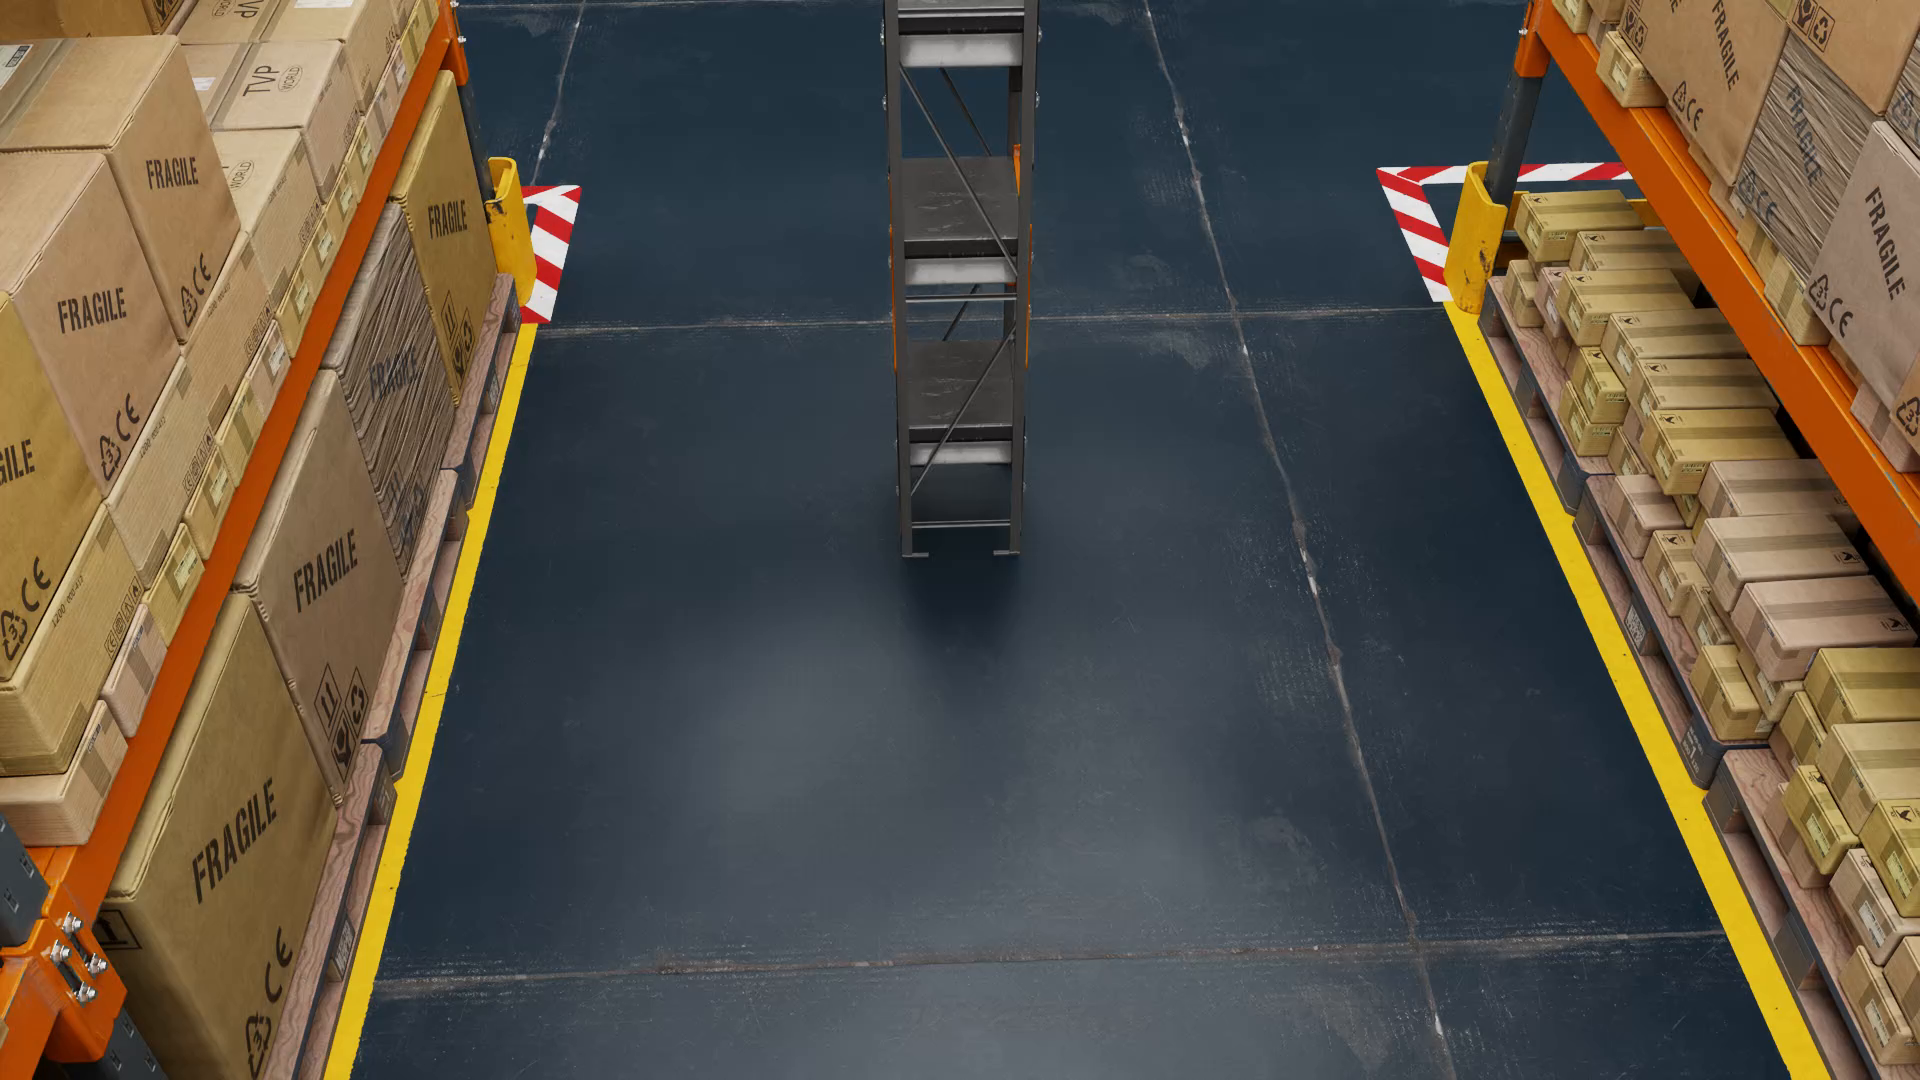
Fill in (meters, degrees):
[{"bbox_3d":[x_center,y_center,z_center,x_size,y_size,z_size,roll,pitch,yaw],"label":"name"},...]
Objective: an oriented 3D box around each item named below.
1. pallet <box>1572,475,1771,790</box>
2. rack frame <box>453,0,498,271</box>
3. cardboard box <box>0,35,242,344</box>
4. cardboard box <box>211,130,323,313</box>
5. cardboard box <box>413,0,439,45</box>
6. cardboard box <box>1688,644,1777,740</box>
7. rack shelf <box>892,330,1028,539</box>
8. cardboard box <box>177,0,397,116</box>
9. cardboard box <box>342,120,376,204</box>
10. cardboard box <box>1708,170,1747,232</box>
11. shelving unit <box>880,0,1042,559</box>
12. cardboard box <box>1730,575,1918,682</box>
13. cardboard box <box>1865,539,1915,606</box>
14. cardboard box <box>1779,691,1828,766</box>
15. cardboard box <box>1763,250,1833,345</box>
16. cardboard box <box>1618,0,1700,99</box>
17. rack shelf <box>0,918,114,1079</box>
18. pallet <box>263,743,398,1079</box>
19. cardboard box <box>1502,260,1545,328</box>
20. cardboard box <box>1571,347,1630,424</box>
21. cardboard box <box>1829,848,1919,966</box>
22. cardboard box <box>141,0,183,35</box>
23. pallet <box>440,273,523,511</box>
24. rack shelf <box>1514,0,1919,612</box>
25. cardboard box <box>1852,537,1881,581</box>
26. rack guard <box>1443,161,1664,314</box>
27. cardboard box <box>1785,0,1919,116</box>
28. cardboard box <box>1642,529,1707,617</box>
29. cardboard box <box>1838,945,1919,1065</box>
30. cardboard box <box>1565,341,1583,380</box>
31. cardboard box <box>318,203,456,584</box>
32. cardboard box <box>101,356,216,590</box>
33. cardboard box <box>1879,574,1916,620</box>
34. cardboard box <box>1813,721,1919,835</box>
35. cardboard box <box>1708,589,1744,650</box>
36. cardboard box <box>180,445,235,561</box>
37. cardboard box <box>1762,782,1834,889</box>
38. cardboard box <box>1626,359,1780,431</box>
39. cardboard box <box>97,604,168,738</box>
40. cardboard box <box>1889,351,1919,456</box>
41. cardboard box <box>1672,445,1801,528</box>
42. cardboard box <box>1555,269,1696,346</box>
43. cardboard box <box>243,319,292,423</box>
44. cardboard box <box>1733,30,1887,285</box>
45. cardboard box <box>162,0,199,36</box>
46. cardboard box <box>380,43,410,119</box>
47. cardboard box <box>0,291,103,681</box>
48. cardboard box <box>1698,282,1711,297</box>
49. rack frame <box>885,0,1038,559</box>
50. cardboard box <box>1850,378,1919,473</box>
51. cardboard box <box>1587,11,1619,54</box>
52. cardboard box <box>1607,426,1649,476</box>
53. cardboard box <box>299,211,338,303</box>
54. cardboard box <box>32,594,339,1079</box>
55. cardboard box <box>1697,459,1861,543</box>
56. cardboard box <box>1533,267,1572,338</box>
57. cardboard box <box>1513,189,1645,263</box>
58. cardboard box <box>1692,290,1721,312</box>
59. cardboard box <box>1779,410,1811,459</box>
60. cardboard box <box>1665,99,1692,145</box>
[{"bbox_3d":[2.657,0.246,5.325,1.003,0.211,1.213,-2,43,-2],"label":"pallet"},{"bbox_3d":[-2.354,-2.130,5.854,1.000,3.000,0.127,-2,43,-2],"label":"rack frame"},{"bbox_3d":[-1.989,-0.775,3.711,0.500,0.500,0.500,-3,43,-3],"label":"cardboard box"},{"bbox_3d":[-1.999,-0.827,4.323,0.500,0.250,0.500,-2,43,-2],"label":"cardboard box"},{"bbox_3d":[-2.010,-1.806,5.687,0.380,0.149,0.250,-1,43,-1],"label":"cardboard box"},{"bbox_3d":[2.375,0.439,4.850,0.380,0.149,0.250,-2,43,-2],"label":"cardboard box"},{"bbox_3d":[-0.007,-0.360,5.645,0.431,0.518,0.480,-2,43,-2],"label":"rack shelf"},{"bbox_3d":[-2.047,-1.522,5.082,0.500,0.250,0.500,-2,43,-3],"label":"cardboard box"},{"bbox_3d":[-1.965,-1.117,4.934,0.380,0.149,0.250,-3,43,-3],"label":"cardboard box"},{"bbox_3d":[2.419,-1.007,4.815,0.380,0.149,0.250,-2,43,-3],"label":"cardboard box"},{"bbox_3d":[-0.007,-0.886,5.162,0.431,2.100,0.503,-2,43,-2],"label":"shelving unit"},{"bbox_3d":[2.396,0.244,4.623,0.380,0.149,0.250,-4,43,-4],"label":"cardboard box"},{"bbox_3d":[2.899,0.047,4.838,0.380,0.149,0.250,-3,43,-4],"label":"cardboard box"},{"bbox_3d":[2.479,0.545,4.515,0.380,0.149,0.250,-1,43,-1],"label":"cardboard box"},{"bbox_3d":[2.392,-0.650,4.426,0.380,0.149,0.250,-1,43,-1],"label":"cardboard box"},{"bbox_3d":[2.397,-1.679,5.068,0.500,0.500,0.500,-2,43,-2],"label":"cardboard box"},{"bbox_3d":[-2.099,2.186,1.678,1.077,0.370,4.000,-2,43,-2],"label":"rack shelf"},{"bbox_3d":[-2.138,1.083,4.412,1.003,0.211,1.213,-2,43,-2],"label":"pallet"},{"bbox_3d":[2.308,-0.945,6.360,0.380,0.149,0.250,-1,43,-1],"label":"cardboard box"},{"bbox_3d":[2.328,-0.531,5.688,0.380,0.149,0.250,0,43,0],"label":"cardboard box"},{"bbox_3d":[2.421,0.897,4.130,0.380,0.149,0.250,-4,43,-4],"label":"cardboard box"},{"bbox_3d":[-2.582,-1.791,4.820,0.500,0.500,0.500,-3,43,-3],"label":"cardboard box"},{"bbox_3d":[-2.242,-0.564,6.209,1.003,0.211,1.213,-2,43,-2],"label":"pallet"},{"bbox_3d":[2.691,-0.589,4.705,1.077,0.370,4.000,-2,43,-2],"label":"rack shelf"},{"bbox_3d":[2.898,0.088,5.233,0.380,0.149,0.250,-1,43,-1],"label":"cardboard box"},{"bbox_3d":[2.609,-1.231,6.723,1.175,0.500,0.348,-2,43,-2],"label":"rack guard"},{"bbox_3d":[2.413,-1.372,3.993,0.500,0.500,0.500,-3,43,-3],"label":"cardboard box"},{"bbox_3d":[2.387,0.099,5.221,0.380,0.149,0.250,-2,43,-2],"label":"cardboard box"},{"bbox_3d":[2.419,1.138,4.088,0.380,0.149,0.250,-1,43,-1],"label":"cardboard box"},{"bbox_3d":[2.419,-0.603,5.987,0.380,0.149,0.250,-1,43,-1],"label":"cardboard box"},{"bbox_3d":[-2.208,-0.457,5.291,0.875,0.875,0.875,-2,43,-2],"label":"cardboard box"},{"bbox_3d":[-1.958,-0.144,3.578,0.500,0.250,0.500,-2,43,-2],"label":"cardboard box"},{"bbox_3d":[2.989,0.156,4.938,0.380,0.149,0.250,-2,43,-2],"label":"cardboard box"},{"bbox_3d":[2.432,0.601,4.233,0.380,0.149,0.250,-2,43,-2],"label":"cardboard box"},{"bbox_3d":[2.458,0.192,4.900,0.380,0.149,0.250,-4,43,-4],"label":"cardboard box"},{"bbox_3d":[-1.900,-0.079,3.802,0.380,0.149,0.250,-3,43,-3],"label":"cardboard box"},{"bbox_3d":[2.416,0.783,4.475,0.380,0.149,0.250,-3,43,-3],"label":"cardboard box"},{"bbox_3d":[2.399,-0.455,5.385,0.380,0.149,0.250,0,43,0],"label":"cardboard box"},{"bbox_3d":[-1.875,0.277,3.414,0.380,0.149,0.250,-3,43,-3],"label":"cardboard box"},{"bbox_3d":[2.452,-0.319,3.584,0.500,0.500,0.500,-3,43,-3],"label":"cardboard box"},{"bbox_3d":[2.487,-0.173,5.297,0.380,0.149,0.250,0,43,0],"label":"cardboard box"},{"bbox_3d":[2.303,-0.807,5.770,0.380,0.149,0.250,-2,43,-2],"label":"cardboard box"},{"bbox_3d":[-1.920,-0.421,4.175,0.380,0.149,0.250,-1,43,-1],"label":"cardboard box"},{"bbox_3d":[2.433,-1.004,4.331,0.500,0.500,0.500,-3,43,-3],"label":"cardboard box"},{"bbox_3d":[-2.575,-1.502,5.059,0.500,0.250,0.500,-2,43,-2],"label":"cardboard box"},{"bbox_3d":[-1.987,-1.460,5.309,0.380,0.149,0.250,-2,43,-2],"label":"cardboard box"},{"bbox_3d":[-1.949,-0.091,2.965,0.500,0.500,0.500,-2,43,-2],"label":"cardboard box"},{"bbox_3d":[2.835,-1.006,5.986,0.380,0.149,0.250,-1,43,-1],"label":"cardboard box"},{"bbox_3d":[0.003,-0.721,4.983,0.400,2.100,0.015,-2,43,-2],"label":"rack frame"},{"bbox_3d":[2.431,-0.307,4.051,0.380,0.149,0.250,-3,43,-4],"label":"cardboard box"},{"bbox_3d":[2.344,-1.713,5.584,0.380,0.149,0.250,0,43,0],"label":"cardboard box"},{"bbox_3d":[2.426,-0.258,5.611,0.380,0.149,0.250,-2,43,-2],"label":"cardboard box"},{"bbox_3d":[-1.945,-0.774,4.561,0.380,0.149,0.250,-1,43,-1],"label":"cardboard box"},{"bbox_3d":[-2.132,0.751,3.972,0.875,0.875,0.875,-2,43,-2],"label":"cardboard box"},{"bbox_3d":[2.471,-0.109,5.008,0.380,0.149,0.250,-2,43,-2],"label":"cardboard box"},{"bbox_3d":[2.327,-0.870,6.058,0.380,0.149,0.250,-2,43,-2],"label":"cardboard box"},{"bbox_3d":[2.289,-1.164,6.158,0.380,0.149,0.250,-3,43,-4],"label":"cardboard box"},{"bbox_3d":[2.871,-0.891,6.081,0.380,0.149,0.250,-3,43,-3],"label":"cardboard box"},{"bbox_3d":[2.972,-0.369,5.512,0.380,0.149,0.250,-1,43,-1],"label":"cardboard box"},{"bbox_3d":[2.450,-1.358,5.198,0.380,0.149,0.250,0,43,0],"label":"cardboard box"}]
